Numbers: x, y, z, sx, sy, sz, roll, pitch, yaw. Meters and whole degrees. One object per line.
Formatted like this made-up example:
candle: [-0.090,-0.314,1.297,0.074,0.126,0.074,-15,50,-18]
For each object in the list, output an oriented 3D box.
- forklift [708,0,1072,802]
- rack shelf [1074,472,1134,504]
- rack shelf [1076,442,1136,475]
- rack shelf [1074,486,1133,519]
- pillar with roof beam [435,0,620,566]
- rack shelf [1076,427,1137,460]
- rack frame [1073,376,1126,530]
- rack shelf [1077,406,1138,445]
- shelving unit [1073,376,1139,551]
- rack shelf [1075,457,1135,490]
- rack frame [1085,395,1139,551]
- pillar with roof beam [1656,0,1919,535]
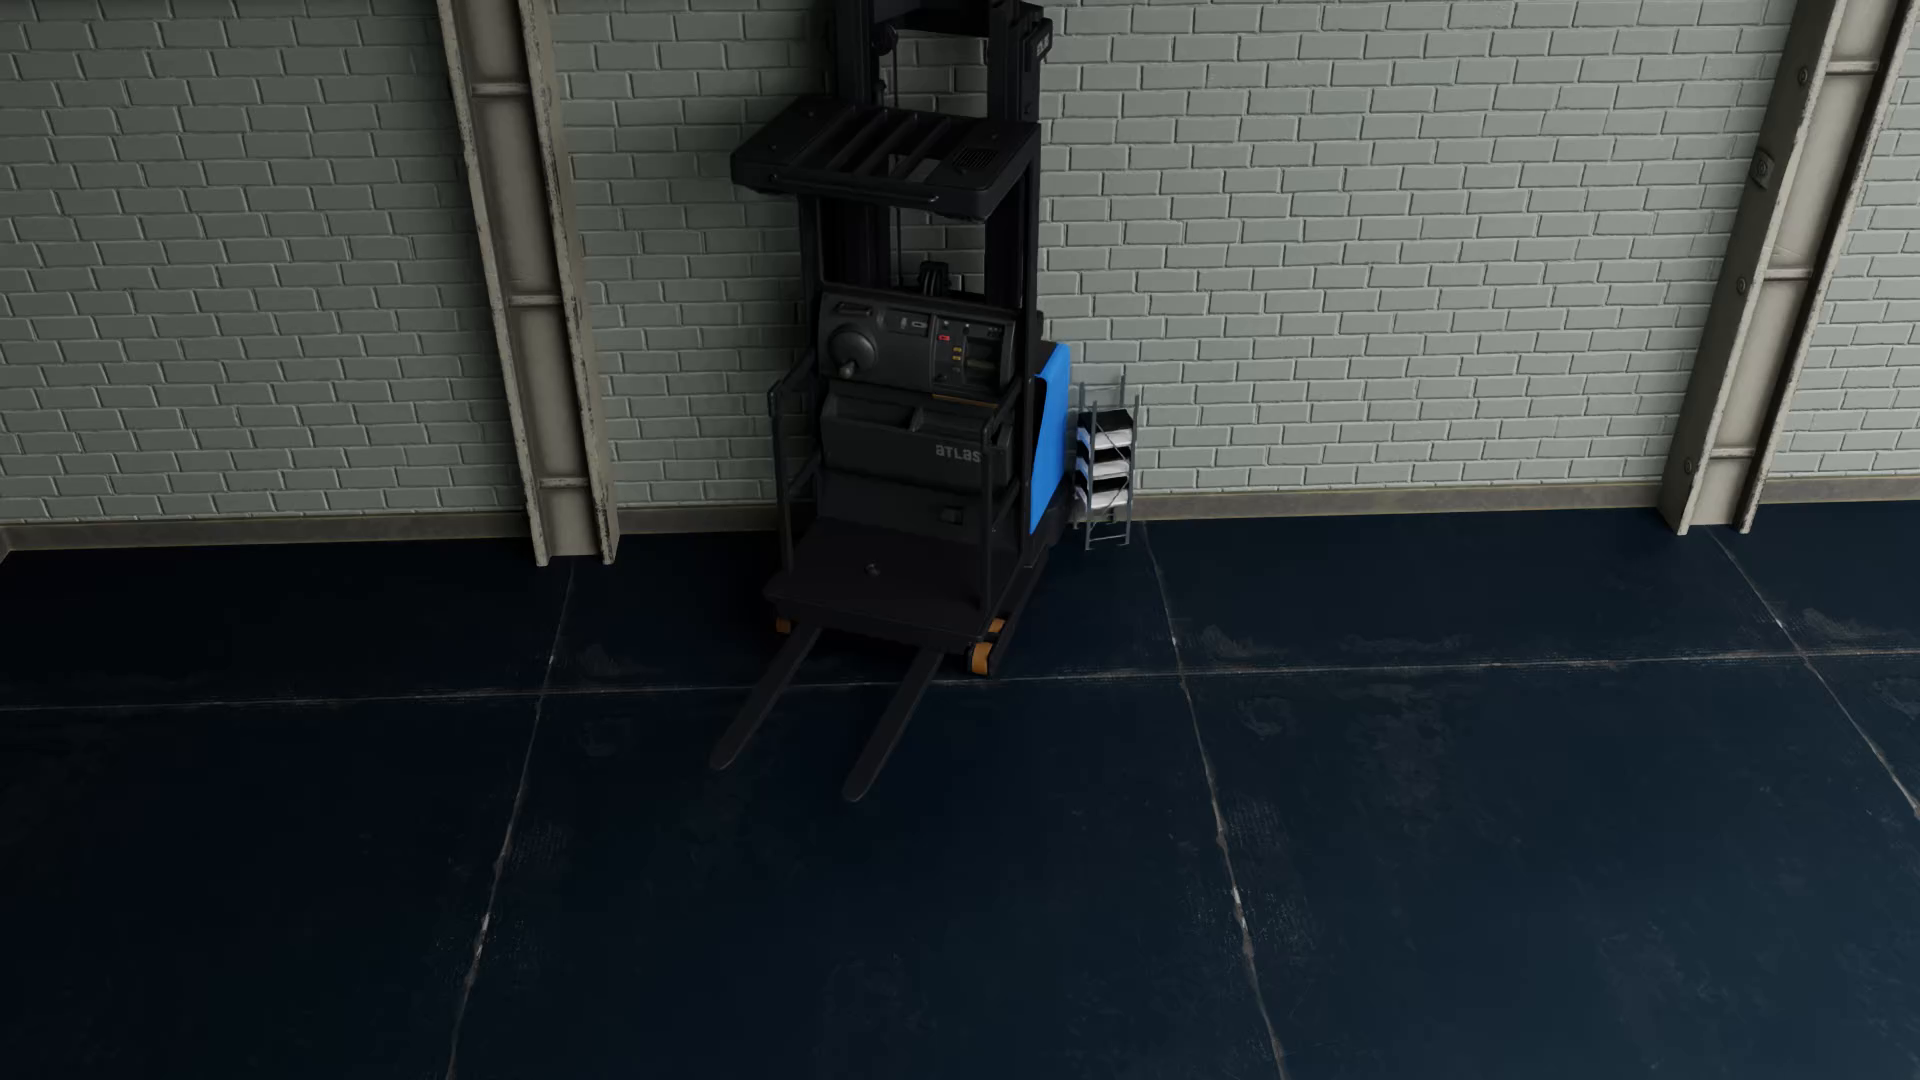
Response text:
forklift: [-0.269,-0.823,7.399,1.130,2.935,3.031,11,36,15]
rack shelf: [0.746,-0.286,8.625,0.258,0.077,0.200,-8,36,-12]
rack shelf: [0.746,-0.434,8.523,0.258,0.077,0.200,-8,36,-12]
rack shelf: [0.746,-0.212,8.676,0.258,0.077,0.200,-8,36,-12]
pillar with roof beam: [-1.796,-1.211,2.629,0.400,9.000,9.100,-2,35,-2]
rack shelf: [0.746,-0.508,8.471,0.258,0.077,0.200,-8,36,-12]
rack frame: [0.720,-0.443,8.636,0.240,0.900,0.006,-8,36,-12]
rack shelf: [0.746,-0.582,8.420,0.258,0.077,0.200,-8,36,-12]
shelving unit: [0.746,-0.387,8.555,0.258,0.900,0.210,-8,36,-12]
rack shelf: [0.746,-0.360,8.574,0.258,0.077,0.200,-8,36,-12]
rack frame: [0.772,-0.331,8.474,0.240,0.900,0.006,-8,36,-12]
pillar with roof beam: [4.197,-1.373,2.862,0.400,9.000,9.100,-2,35,-2]
